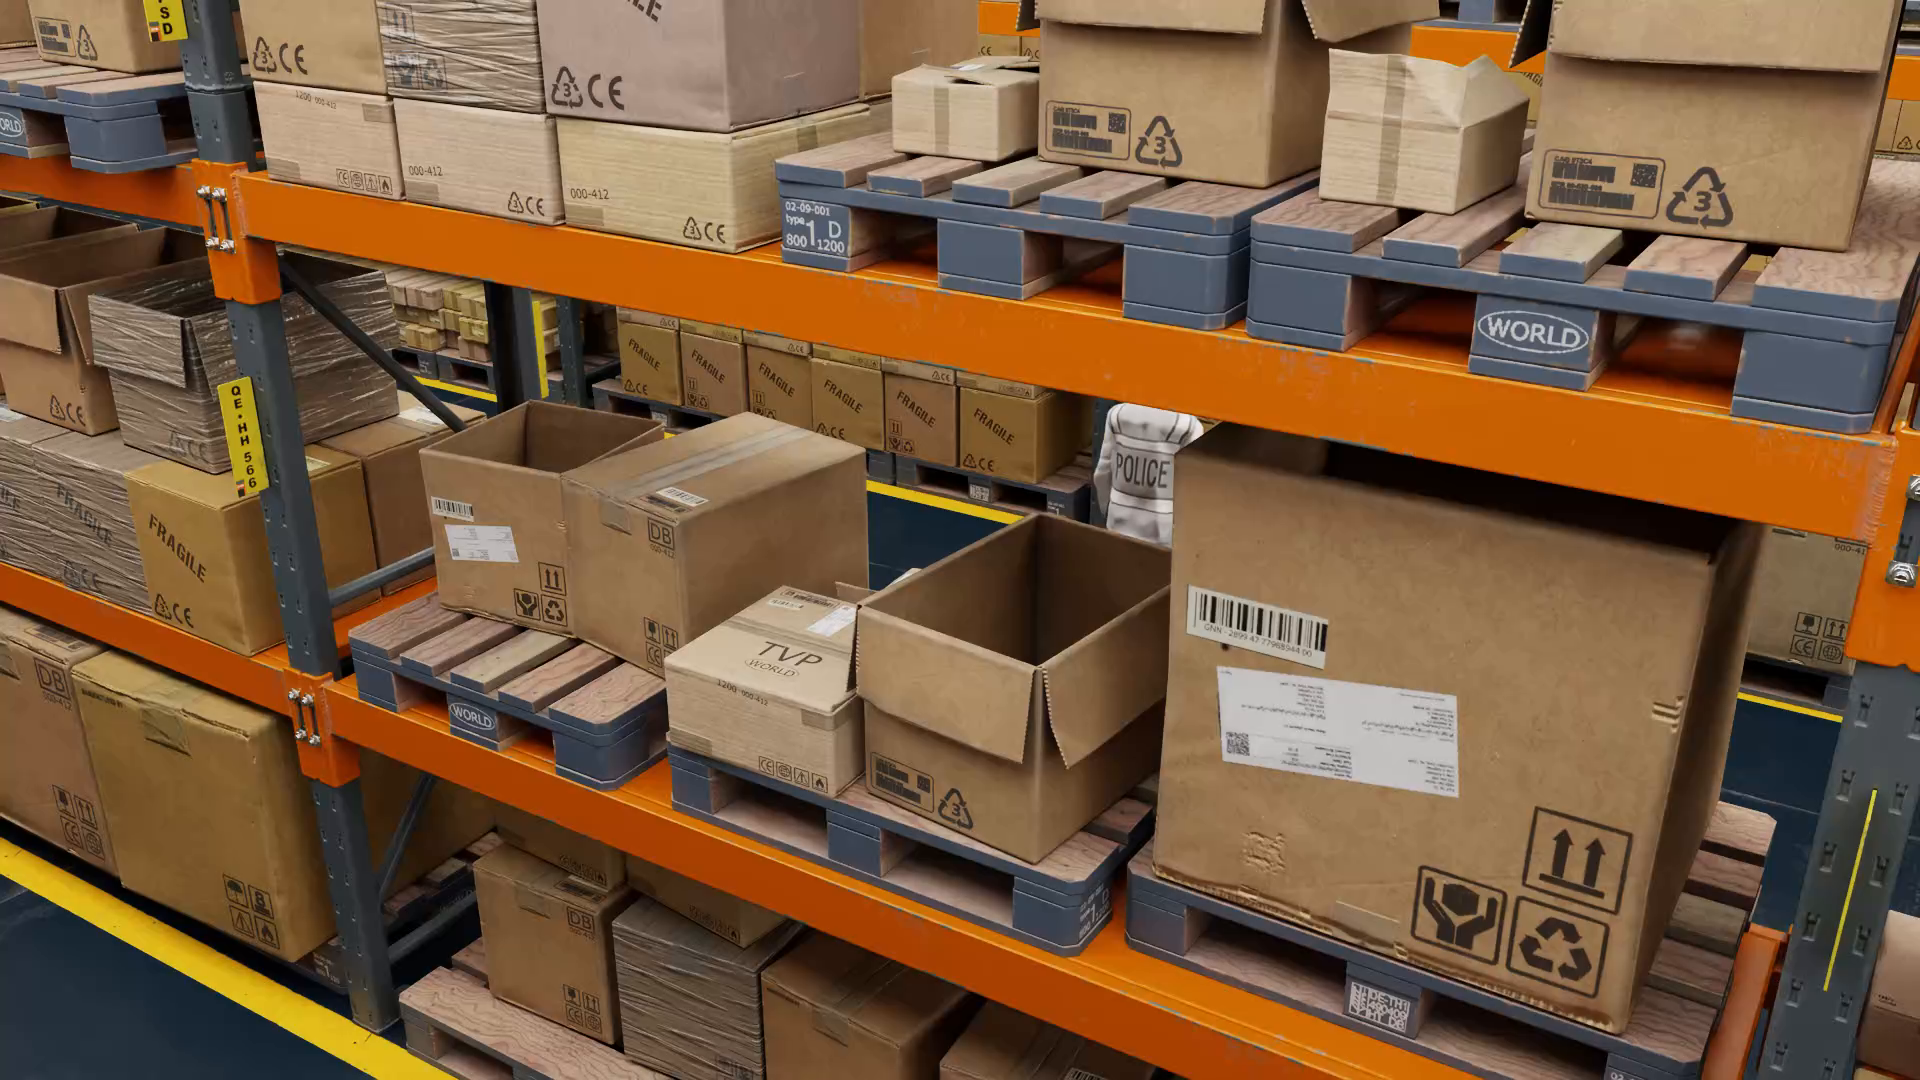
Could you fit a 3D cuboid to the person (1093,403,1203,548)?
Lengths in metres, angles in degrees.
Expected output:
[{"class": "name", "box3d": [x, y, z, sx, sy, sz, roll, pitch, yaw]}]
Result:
[{"class": "person", "box3d": [0.838, -0.041, 7.185, 0.513, 1.665, 0.412, 13, 26, 27]}]
